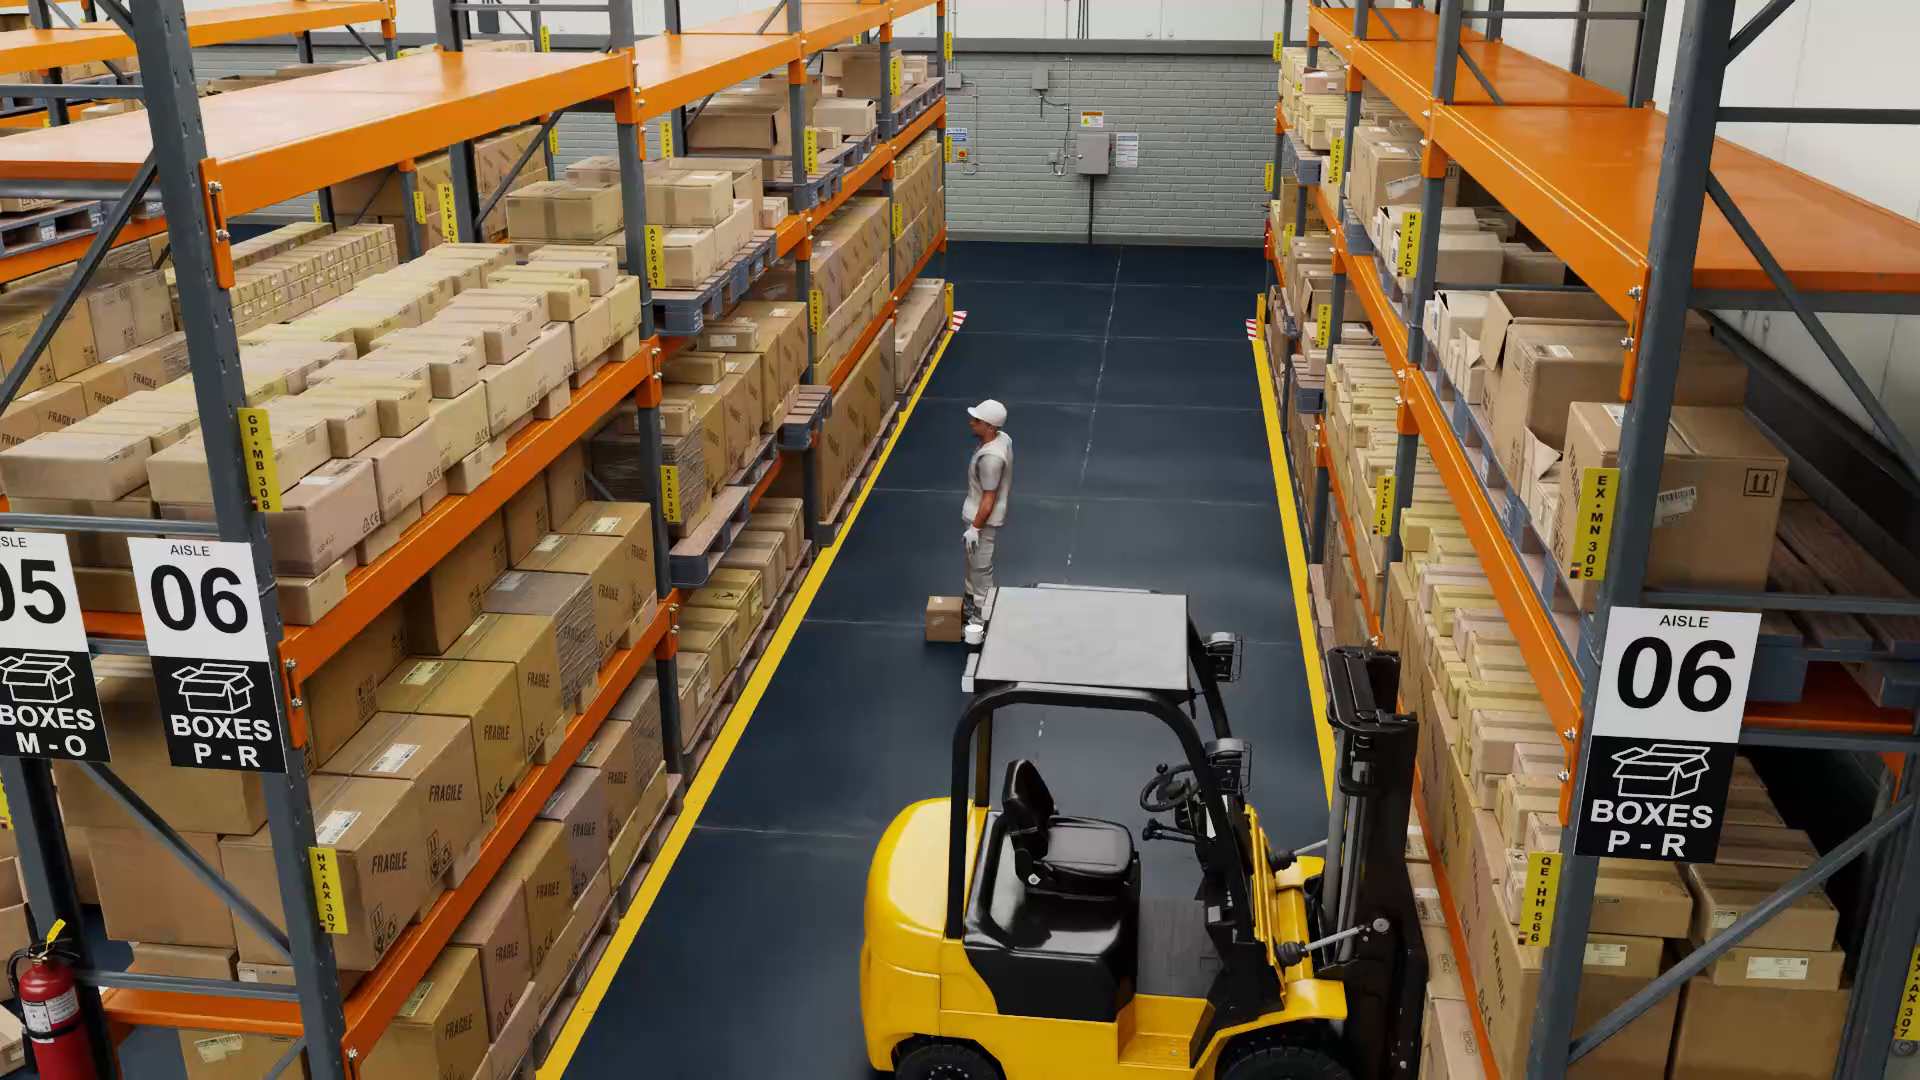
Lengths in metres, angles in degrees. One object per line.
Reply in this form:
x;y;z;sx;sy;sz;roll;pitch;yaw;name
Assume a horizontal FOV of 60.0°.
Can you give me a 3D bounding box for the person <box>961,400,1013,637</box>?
0.086;-0.154;11.857;0.564;1.788;0.637;2;21;6;person
